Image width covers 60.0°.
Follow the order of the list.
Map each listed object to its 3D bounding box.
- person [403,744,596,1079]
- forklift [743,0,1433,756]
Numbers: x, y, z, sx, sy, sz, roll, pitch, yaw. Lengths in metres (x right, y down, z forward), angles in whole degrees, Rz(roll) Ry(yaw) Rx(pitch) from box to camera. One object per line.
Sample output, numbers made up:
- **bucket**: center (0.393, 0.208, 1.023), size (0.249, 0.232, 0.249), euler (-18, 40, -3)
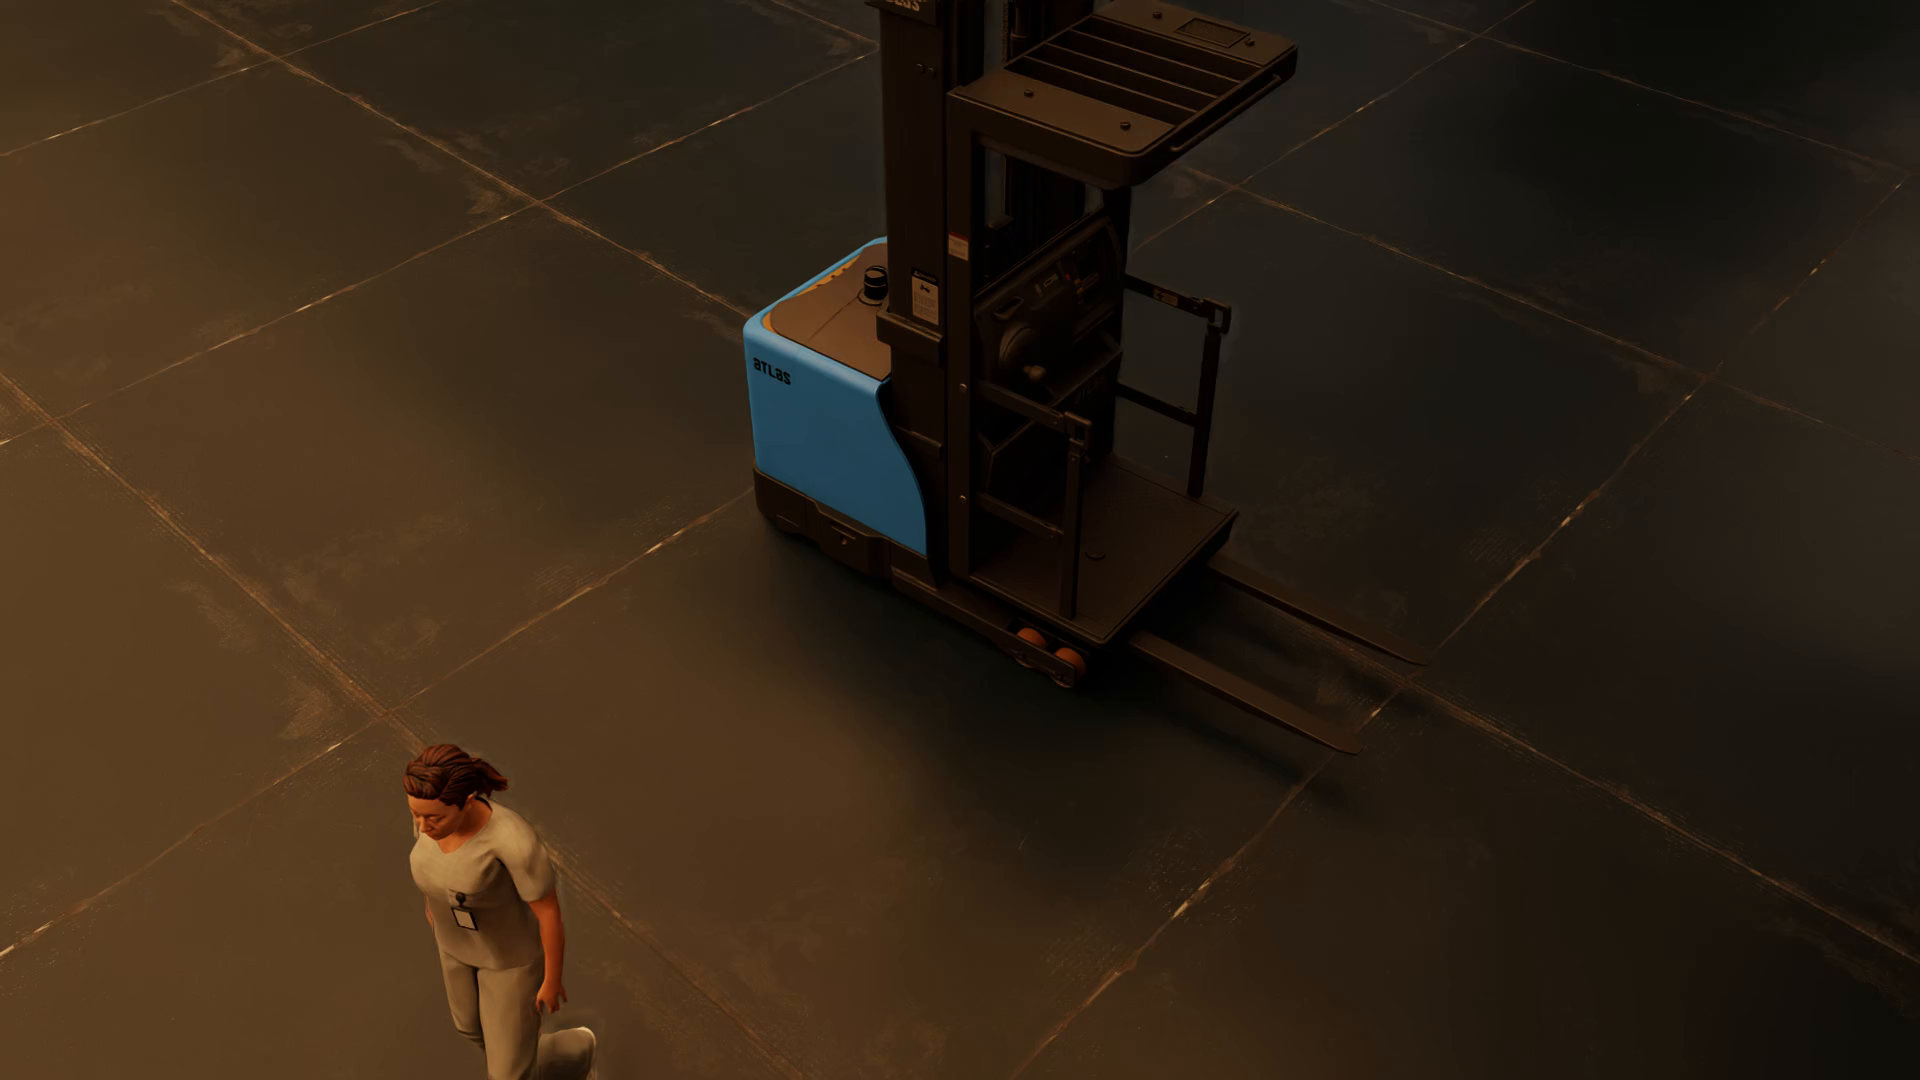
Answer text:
- **person**: center (-1.416, 1.236, 4.969), size (0.578, 1.655, 0.464), euler (17, 44, 19)
- **forklift**: center (0.527, -0.890, 6.466), size (3.031, 2.935, 1.130), euler (27, 47, 28)
